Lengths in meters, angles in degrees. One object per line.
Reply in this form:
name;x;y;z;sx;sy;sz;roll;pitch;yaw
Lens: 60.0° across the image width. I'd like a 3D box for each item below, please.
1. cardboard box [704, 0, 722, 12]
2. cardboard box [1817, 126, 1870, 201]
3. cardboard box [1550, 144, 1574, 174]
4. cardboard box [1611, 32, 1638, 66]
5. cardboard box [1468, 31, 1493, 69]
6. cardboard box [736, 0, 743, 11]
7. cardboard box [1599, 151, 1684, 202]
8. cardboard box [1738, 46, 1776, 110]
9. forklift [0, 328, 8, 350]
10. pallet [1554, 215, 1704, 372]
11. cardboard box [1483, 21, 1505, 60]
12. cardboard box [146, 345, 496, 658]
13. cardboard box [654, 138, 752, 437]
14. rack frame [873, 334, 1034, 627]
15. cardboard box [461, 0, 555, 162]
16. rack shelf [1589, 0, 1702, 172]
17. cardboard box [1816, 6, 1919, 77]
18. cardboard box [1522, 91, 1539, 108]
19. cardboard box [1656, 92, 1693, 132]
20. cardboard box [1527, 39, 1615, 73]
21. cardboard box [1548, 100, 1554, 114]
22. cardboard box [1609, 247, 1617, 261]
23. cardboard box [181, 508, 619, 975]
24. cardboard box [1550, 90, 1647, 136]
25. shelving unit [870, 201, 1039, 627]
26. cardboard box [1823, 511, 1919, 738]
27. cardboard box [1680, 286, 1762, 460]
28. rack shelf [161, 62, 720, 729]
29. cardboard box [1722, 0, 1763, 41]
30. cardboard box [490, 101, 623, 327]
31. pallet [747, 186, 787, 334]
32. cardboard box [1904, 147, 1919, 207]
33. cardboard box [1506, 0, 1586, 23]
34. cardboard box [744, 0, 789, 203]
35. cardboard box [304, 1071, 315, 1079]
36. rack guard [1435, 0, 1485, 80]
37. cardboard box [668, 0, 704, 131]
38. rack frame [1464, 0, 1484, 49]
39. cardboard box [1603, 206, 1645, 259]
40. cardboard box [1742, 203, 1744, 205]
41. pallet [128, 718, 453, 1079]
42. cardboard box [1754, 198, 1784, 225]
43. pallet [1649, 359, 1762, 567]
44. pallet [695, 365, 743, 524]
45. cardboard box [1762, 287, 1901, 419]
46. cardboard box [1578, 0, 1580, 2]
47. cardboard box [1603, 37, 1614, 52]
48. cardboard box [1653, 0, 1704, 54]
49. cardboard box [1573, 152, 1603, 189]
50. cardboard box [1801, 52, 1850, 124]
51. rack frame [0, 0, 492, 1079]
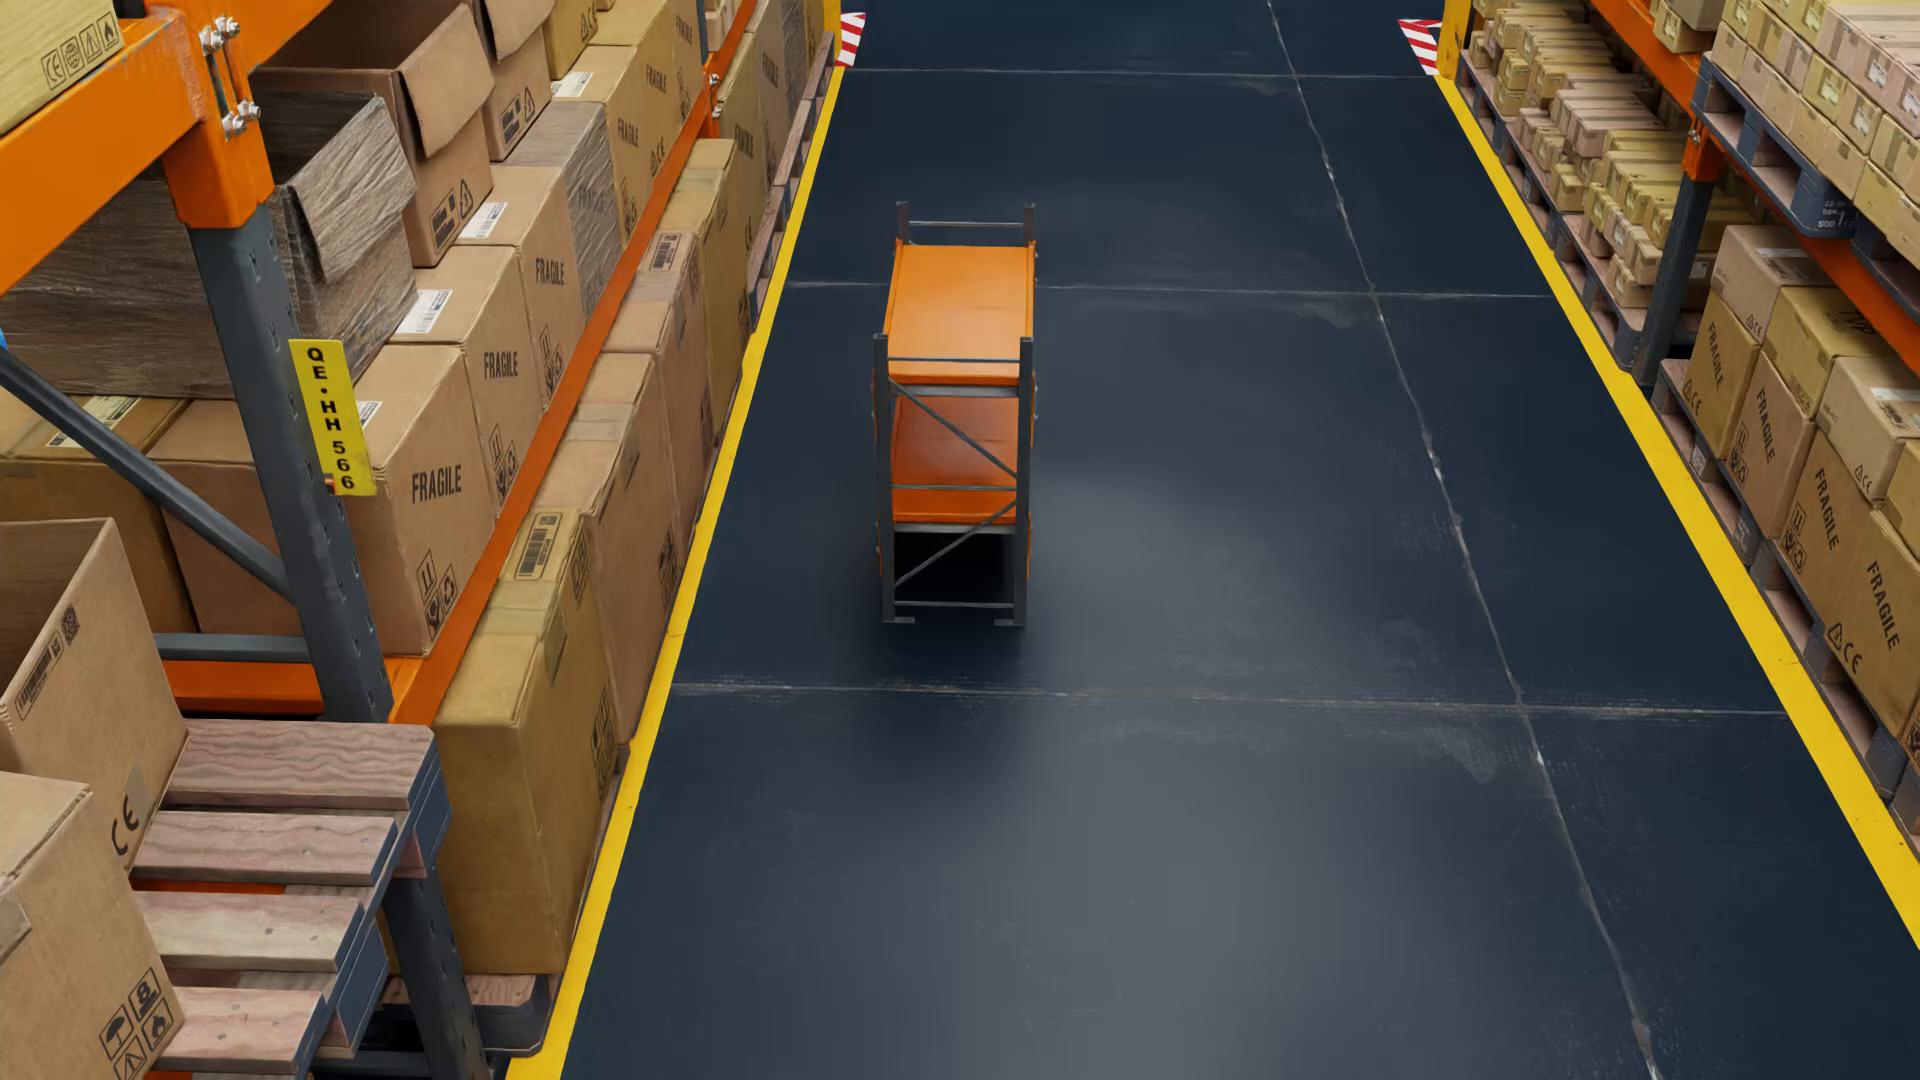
cardboard box;-1.238;-2.406;6.936;0.500;0.250;0.500;1;35;1
cardboard box;2.918;-1.169;5.157;0.380;0.149;0.250;0;35;0
cardboard box;3.228;-1.890;8.445;0.380;0.149;0.250;2;35;3
cardboard box;3.802;-2.704;9.085;0.380;0.149;0.250;0;35;0
cardboard box;3.253;-2.919;9.908;0.380;0.149;0.250;2;35;3
cardboard box;-1.154;-2.443;7.336;0.380;0.149;0.250;2;35;3
cardboard box;3.161;-1.659;7.598;0.380;0.149;0.250;1;35;1
cardboard box;2.953;-1.603;5.775;0.380;0.149;0.250;2;35;3
forklift;-4.145;-1.307;5.560;3.031;2.935;1.130;1;35;2
pallet;3.425;-1.154;7.709;1.003;0.211;1.213;1;35;2
cardboard box;3.249;-2.883;9.599;0.380;0.149;0.250;1;35;2
cardboard box;-1.388;-0.097;3.692;0.500;0.500;0.500;2;35;3
cardboard box;-1.524;-1.016;6.569;1.225;0.875;0.875;1;35;2
rack frame;-0.020;-0.172;5.517;0.500;1.125;0.032;1;35;2
cardboard box;-1.584;-1.414;4.694;0.797;0.503;0.637;2;35;3
rack shelf;3.514;-2.763;8.199;1.077;0.370;4.000;1;35;2
cardboard box;2.928;-1.554;5.189;0.380;0.149;0.250;1;35;1
cardboard box;3.287;-2.330;9.071;0.380;0.149;0.250;1;35;2
cardboard box;3.694;-2.107;8.236;0.380;0.149;0.250;0;35;0
cardboard box;3.257;-2.556;8.875;0.380;0.149;0.250;3;35;4
cardboard box;3.324;-2.284;8.746;0.380;0.149;0.250;3;35;4
cardboard box;3.203;-1.295;7.598;0.380;0.149;0.250;2;35;3
cardboard box;-1.630;0.518;4.386;1.225;0.875;0.875;0;35;0
cardboard box;3.167;-2.119;8.253;0.380;0.149;0.250;0;35;0
shelving unit;0.000;-0.464;5.932;0.538;1.125;1.048;1;35;2
cardboard box;3.068;0.254;5.089;0.500;0.500;0.500;0;35;0
cardboard box;3.139;-0.639;6.360;0.500;0.500;0.500;3;35;4
rack shelf;-1.599;-0.638;5.175;1.077;0.370;4.000;1;35;2
cardboard box;2.958;-1.884;5.916;0.380;0.149;0.250;2;35;3
cardboard box;-1.330;-0.975;4.942;0.500;0.500;0.500;1;35;2
pallet;-1.410;-1.375;8.024;1.003;0.211;1.213;1;35;2
cardboard box;2.898;-0.985;4.638;0.380;0.149;0.250;1;35;1
cardboard box;3.343;-3.001;9.509;0.380;0.149;0.250;2;35;3
cardboard box;-1.376;-2.278;8.366;0.875;0.875;0.875;1;35;2
cardboard box;-1.686;1.445;3.377;0.700;0.500;0.500;0;35;-1
rack guard;3.591;-3.140;10.284;1.175;0.500;0.348;1;35;2
cardboard box;-1.264;-1.847;6.183;0.500;0.500;0.500;1;35;2
rack frame;3.594;-4.207;9.627;1.000;3.000;0.127;1;35;2
cardboard box;3.127;-1.380;7.460;0.380;0.149;0.250;0;35;0
cardboard box;3.662;-1.525;7.667;0.380;0.149;0.250;1;35;2
pallet;-1.601;0.707;2.802;1.213;0.211;1.003;1;35;2
cardboard box;3.654;-1.351;7.160;0.380;0.149;0.250;3;35;4
pallet;3.404;-0.320;6.522;1.003;0.211;1.213;1;35;2
pallet;-1.474;-0.495;6.771;1.003;0.211;1.213;1;35;2
cardboard box;3.121;-0.640;5.709;0.500;0.250;0.500;2;35;3
cardboard box;3.826;-3.146;9.714;0.380;0.149;0.250;2;35;2
cardboard box;3.839;-2.726;9.375;0.380;0.149;0.250;0;35;0
cardboard box;3.113;-2.126;6.885;0.380;0.149;0.250;0;35;1
cardboard box;3.219;-1.823;8.091;0.380;0.149;0.250;2;35;3
cardboard box;2.930;-1.437;5.281;0.380;0.149;0.250;0;35;0
rack frame;-1.676;0.217;3.333;0.949;2.616;0.053;1;35;2
